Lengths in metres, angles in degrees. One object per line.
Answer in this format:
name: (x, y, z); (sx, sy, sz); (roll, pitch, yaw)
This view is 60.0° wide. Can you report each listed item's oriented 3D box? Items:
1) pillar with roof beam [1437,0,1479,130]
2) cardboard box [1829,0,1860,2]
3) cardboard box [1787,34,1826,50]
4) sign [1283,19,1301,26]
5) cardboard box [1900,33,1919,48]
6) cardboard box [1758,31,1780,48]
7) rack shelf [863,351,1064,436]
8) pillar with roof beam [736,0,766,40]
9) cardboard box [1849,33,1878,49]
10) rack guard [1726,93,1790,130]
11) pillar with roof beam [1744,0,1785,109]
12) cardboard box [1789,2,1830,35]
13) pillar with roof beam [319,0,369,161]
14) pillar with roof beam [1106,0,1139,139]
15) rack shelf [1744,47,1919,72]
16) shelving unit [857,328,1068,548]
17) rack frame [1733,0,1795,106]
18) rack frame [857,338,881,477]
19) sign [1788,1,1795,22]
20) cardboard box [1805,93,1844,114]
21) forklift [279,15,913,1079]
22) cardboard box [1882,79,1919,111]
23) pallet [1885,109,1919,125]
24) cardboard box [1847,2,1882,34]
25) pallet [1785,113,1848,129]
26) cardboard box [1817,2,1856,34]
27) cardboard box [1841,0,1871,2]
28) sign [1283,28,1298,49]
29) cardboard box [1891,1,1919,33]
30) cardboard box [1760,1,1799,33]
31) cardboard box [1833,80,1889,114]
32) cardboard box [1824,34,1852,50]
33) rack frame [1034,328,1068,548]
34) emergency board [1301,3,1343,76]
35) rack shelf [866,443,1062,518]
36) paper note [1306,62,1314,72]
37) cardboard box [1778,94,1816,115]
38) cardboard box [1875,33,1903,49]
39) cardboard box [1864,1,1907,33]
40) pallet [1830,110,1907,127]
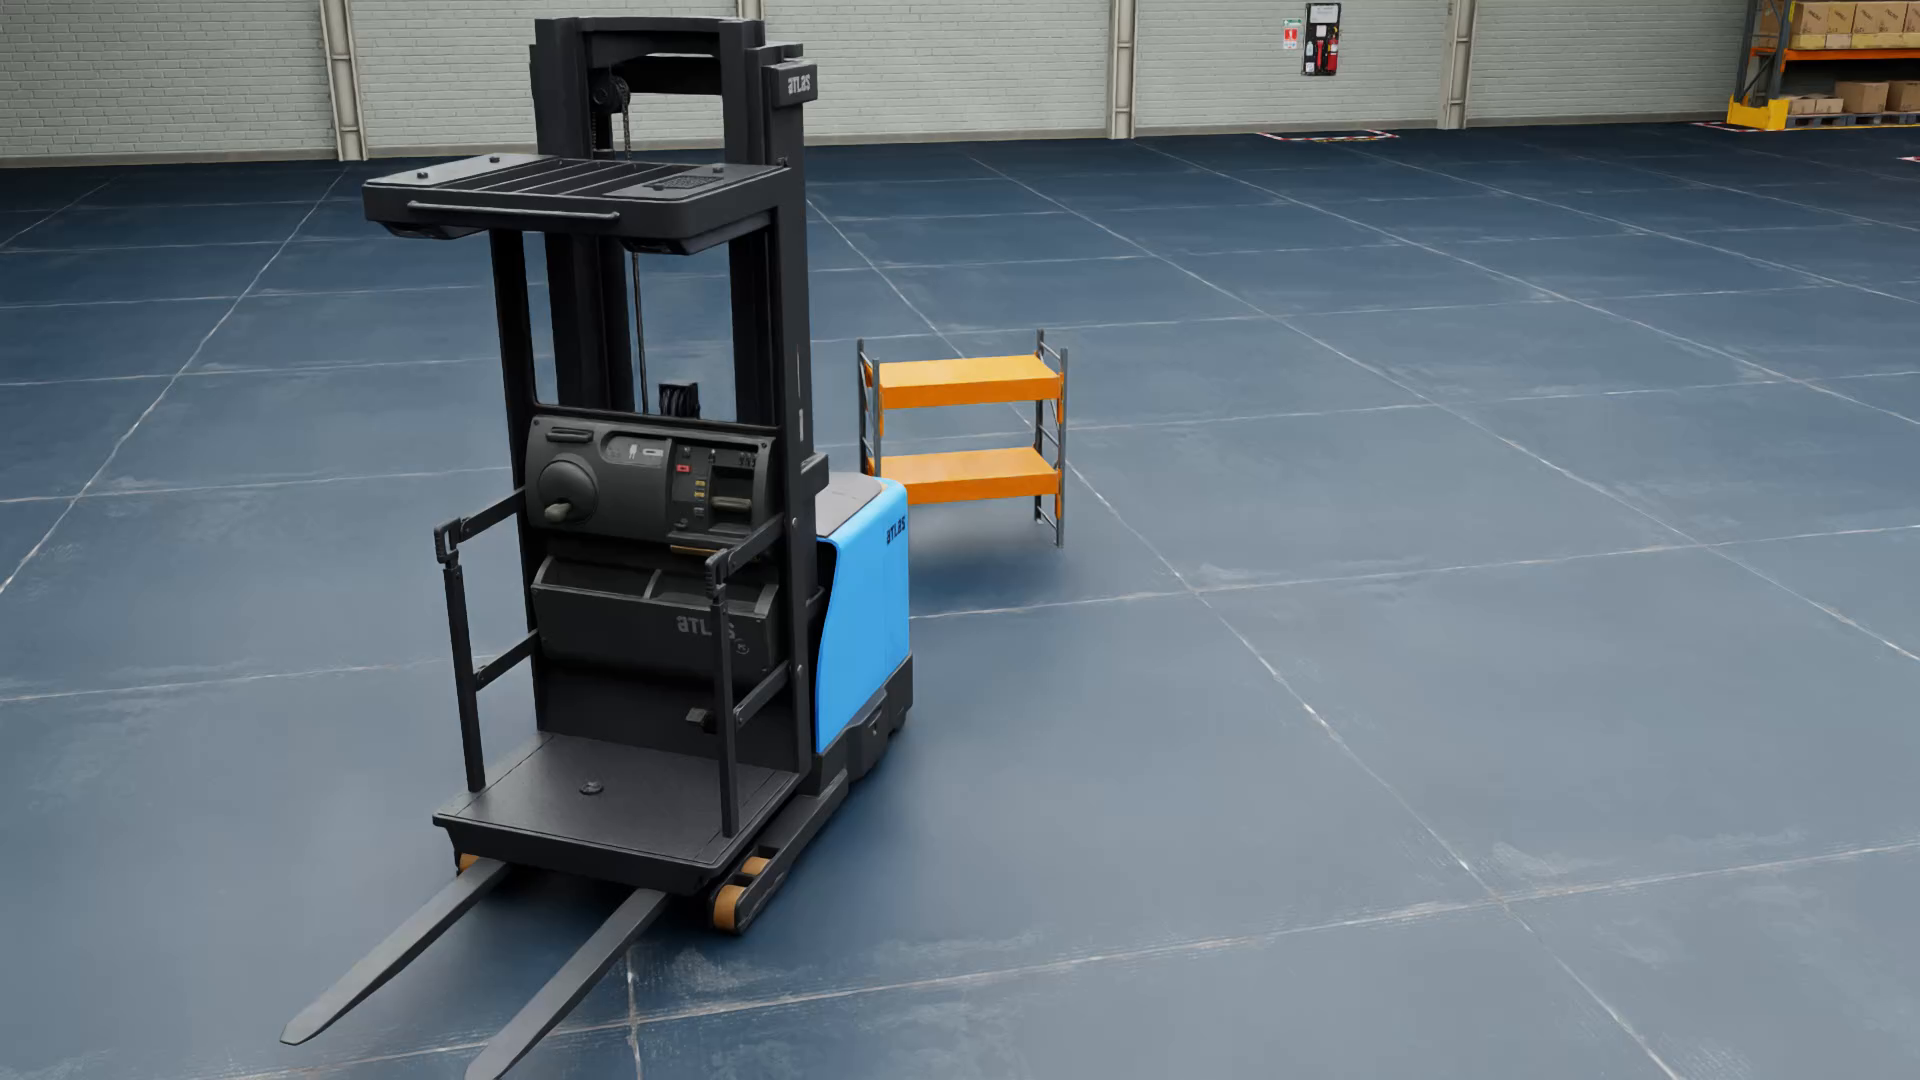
pillar with roof beam: (9.464, -9.889, 23.227); (0.400, 9.000, 9.100); (-5, 21, -12)
cardboard box: (15.234, -9.121, 28.953); (0.500, 0.500, 0.500); (-5, 21, -14)
cardboard box: (14.378, -8.514, 28.385); (0.500, 0.250, 0.500); (-5, 21, -14)
sign: (5.504, -8.584, 27.564); (0.331, 0.109, 0.001); (-5, 21, -12)
cardboard box: (16.359, -8.678, 28.832); (0.500, 0.250, 0.500); (-5, 21, -13)
cardboard box: (14.241, -8.684, 28.848); (0.500, 0.250, 0.500); (-4, 21, -12)
rack shelf: (0.007, -0.804, 9.022); (1.000, 0.278, 0.538); (-5, 21, -12)
pillar with roof beam: (-2.214, -8.939, 20.634); (0.400, 9.000, 9.100); (-5, 21, -12)
cardboard box: (15.377, -8.598, 28.615); (0.500, 0.250, 0.500); (-5, 21, -13)
rack guard: (13.904, -7.475, 28.994); (0.348, 0.500, 1.175); (-5, 21, -12)
pillar with roof beam: (15.303, -10.364, 24.524); (0.400, 9.000, 9.100); (-5, 21, -12)
cardboard box: (14.364, -8.871, 28.270); (0.500, 0.500, 0.500); (-5, 21, -12)
pillar with roof beam: (-8.053, -8.464, 19.338); (0.400, 9.000, 9.100); (-5, 21, -12)
pillar with roof beam: (3.625, -9.414, 21.931); (0.400, 9.000, 9.100); (-5, 21, -12)
rack shelf: (15.777, -8.463, 29.104); (4.000, 0.370, 1.077); (-5, 21, -12)
shelving unit: (0.007, -0.529, 9.123); (1.048, 1.125, 0.538); (-5, 21, -12)
rack frame: (13.830, -8.643, 28.548); (0.127, 3.000, 1.000); (-5, 21, -12)
rack frame: (-0.488, -0.488, 9.013); (0.032, 1.125, 0.500); (-5, 21, -12)
sign: (13.955, -8.868, 27.903); (0.005, 0.325, 0.100); (-5, 21, -12)
cardboard box: (15.079, -7.657, 29.125); (0.500, 0.311, 0.500); (-3, 20, -8)
forklift: (-1.153, -0.192, 5.578); (1.130, 2.935, 3.031); (7, 21, 17)
cardboard box: (16.722, -7.897, 29.505); (0.500, 0.500, 0.500); (-6, 21, -17)
pallet: (17.077, -7.585, 29.714); (1.213, 0.211, 1.003); (-5, 21, -12)
cardboard box: (15.352, -8.946, 28.473); (0.500, 0.500, 0.500); (-5, 21, -14)
pallet: (14.703, -7.392, 29.187); (1.213, 0.211, 1.003); (-5, 21, -12)
cardboard box: (14.847, -8.907, 28.367); (0.500, 0.500, 0.500); (-5, 21, -12)
cardboard box: (15.724, -9.161, 29.061); (0.500, 0.500, 0.500); (-4, 21, -12)
sign: (5.498, -8.338, 27.662); (0.234, 0.329, 0.001); (-5, 21, -12)
cardboard box: (16.357, -9.032, 28.709); (0.500, 0.500, 0.500); (-5, 21, -14)
cardboard box: (14.240, -9.042, 28.737); (0.500, 0.500, 0.500); (-5, 21, -13)
cardboard box: (15.804, -7.787, 29.205); (0.500, 0.500, 0.700); (-6, 21, -16)
cardboard box: (14.880, -8.560, 28.511); (0.500, 0.250, 0.500); (-5, 21, -14)
rack frame: (0.501, -0.569, 9.232); (0.032, 1.125, 0.500); (-5, 21, -12)
emergency board: (6.060, -8.330, 27.694); (0.643, 1.169, 0.194); (-5, 21, -12)
rack shelf: (0.007, -0.299, 9.207); (1.000, 0.278, 0.538); (-5, 21, -12)
paper note: (5.872, -7.925, 27.870); (0.142, 0.148, 0.016); (-5, 21, -12)
cardboard box: (14.524, -7.611, 29.002); (0.500, 0.311, 0.500); (-7, 21, -19)
cardboard box: (15.870, -8.638, 28.722); (0.500, 0.250, 0.500); (-4, 21, -12)
cardboard box: (15.851, -8.990, 28.596); (0.500, 0.500, 0.500); (-4, 20, -11)
pallet: (15.888, -7.487, 29.447); (1.213, 0.211, 1.003); (-5, 21, -12)
